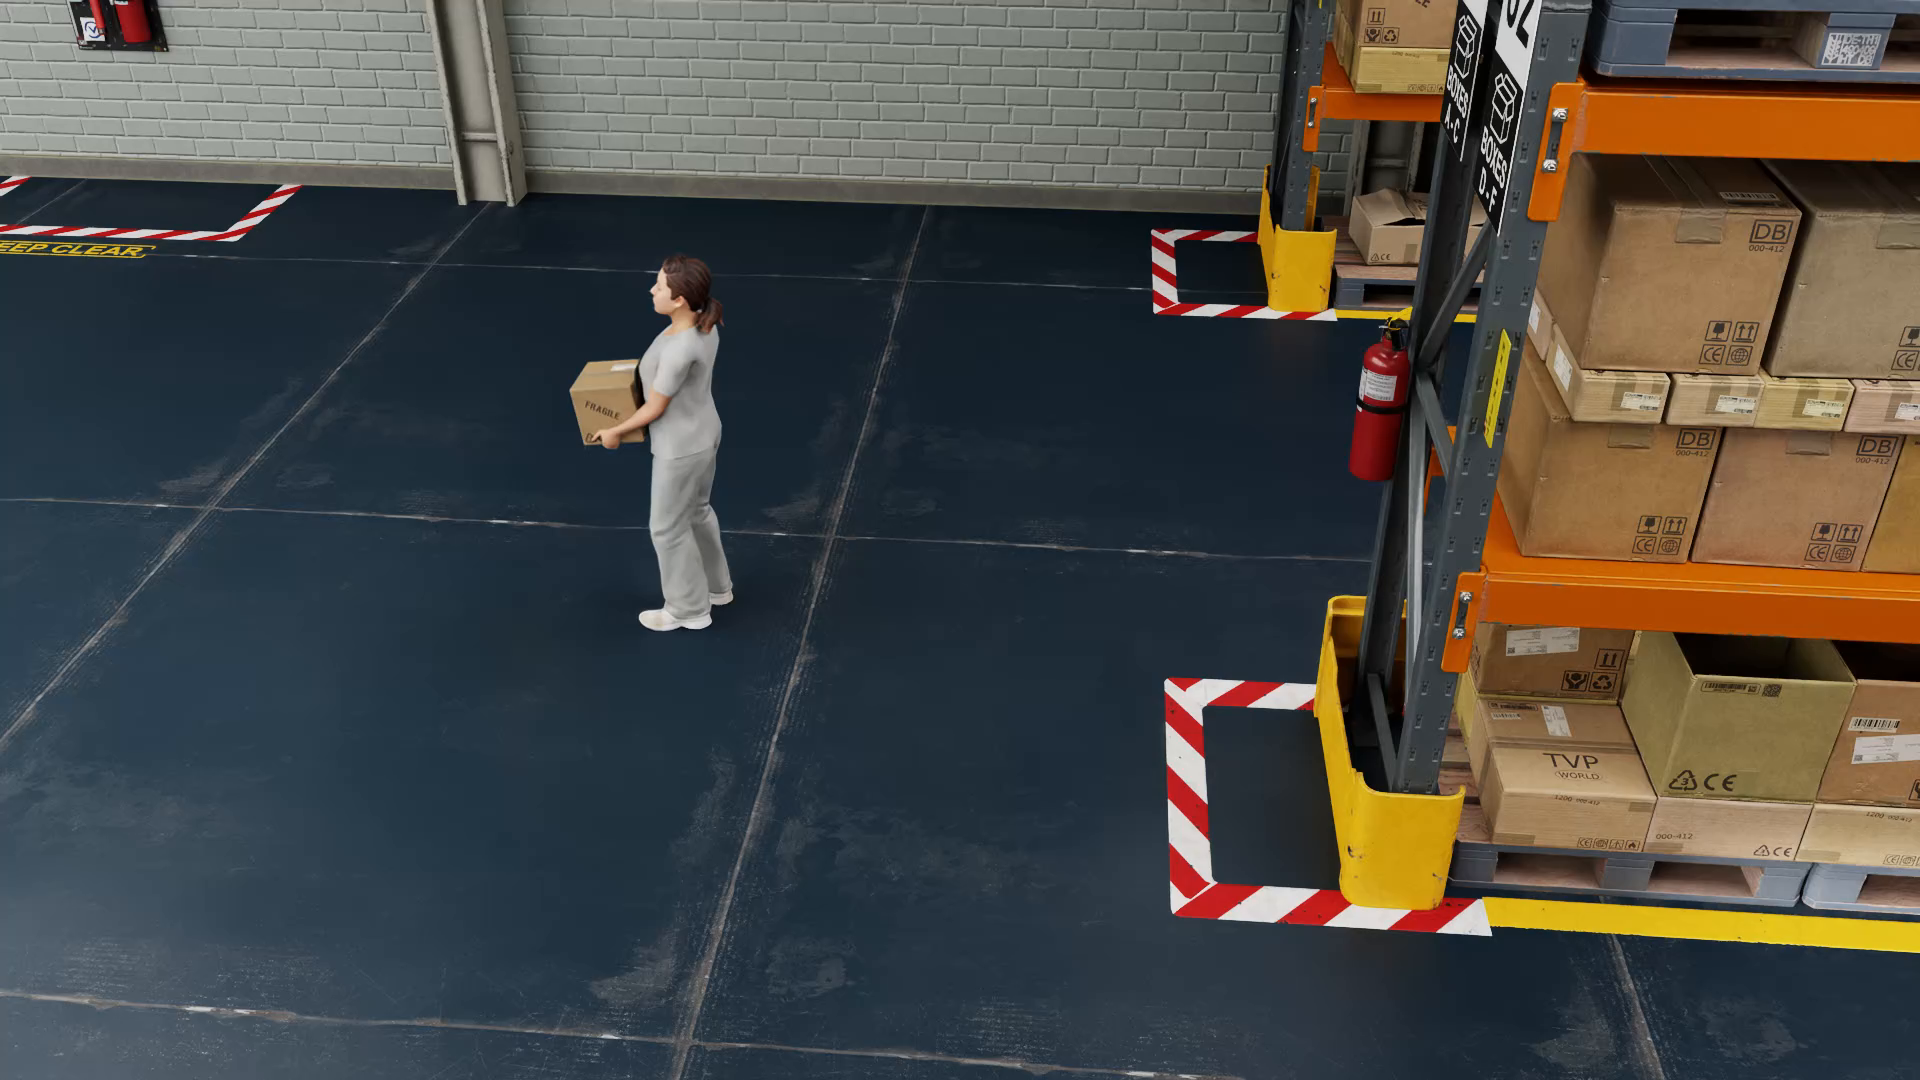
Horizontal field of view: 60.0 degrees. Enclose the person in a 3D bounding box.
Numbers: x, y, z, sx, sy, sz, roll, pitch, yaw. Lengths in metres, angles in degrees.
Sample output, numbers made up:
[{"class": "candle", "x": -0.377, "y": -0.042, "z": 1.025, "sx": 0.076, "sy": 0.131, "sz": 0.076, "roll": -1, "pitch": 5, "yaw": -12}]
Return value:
[{"class": "person", "x": -1.182, "y": -0.382, "z": 6.763, "sx": 0.554, "sy": 1.659, "sz": 0.436, "roll": 3, "pitch": 32, "yaw": 5}]
